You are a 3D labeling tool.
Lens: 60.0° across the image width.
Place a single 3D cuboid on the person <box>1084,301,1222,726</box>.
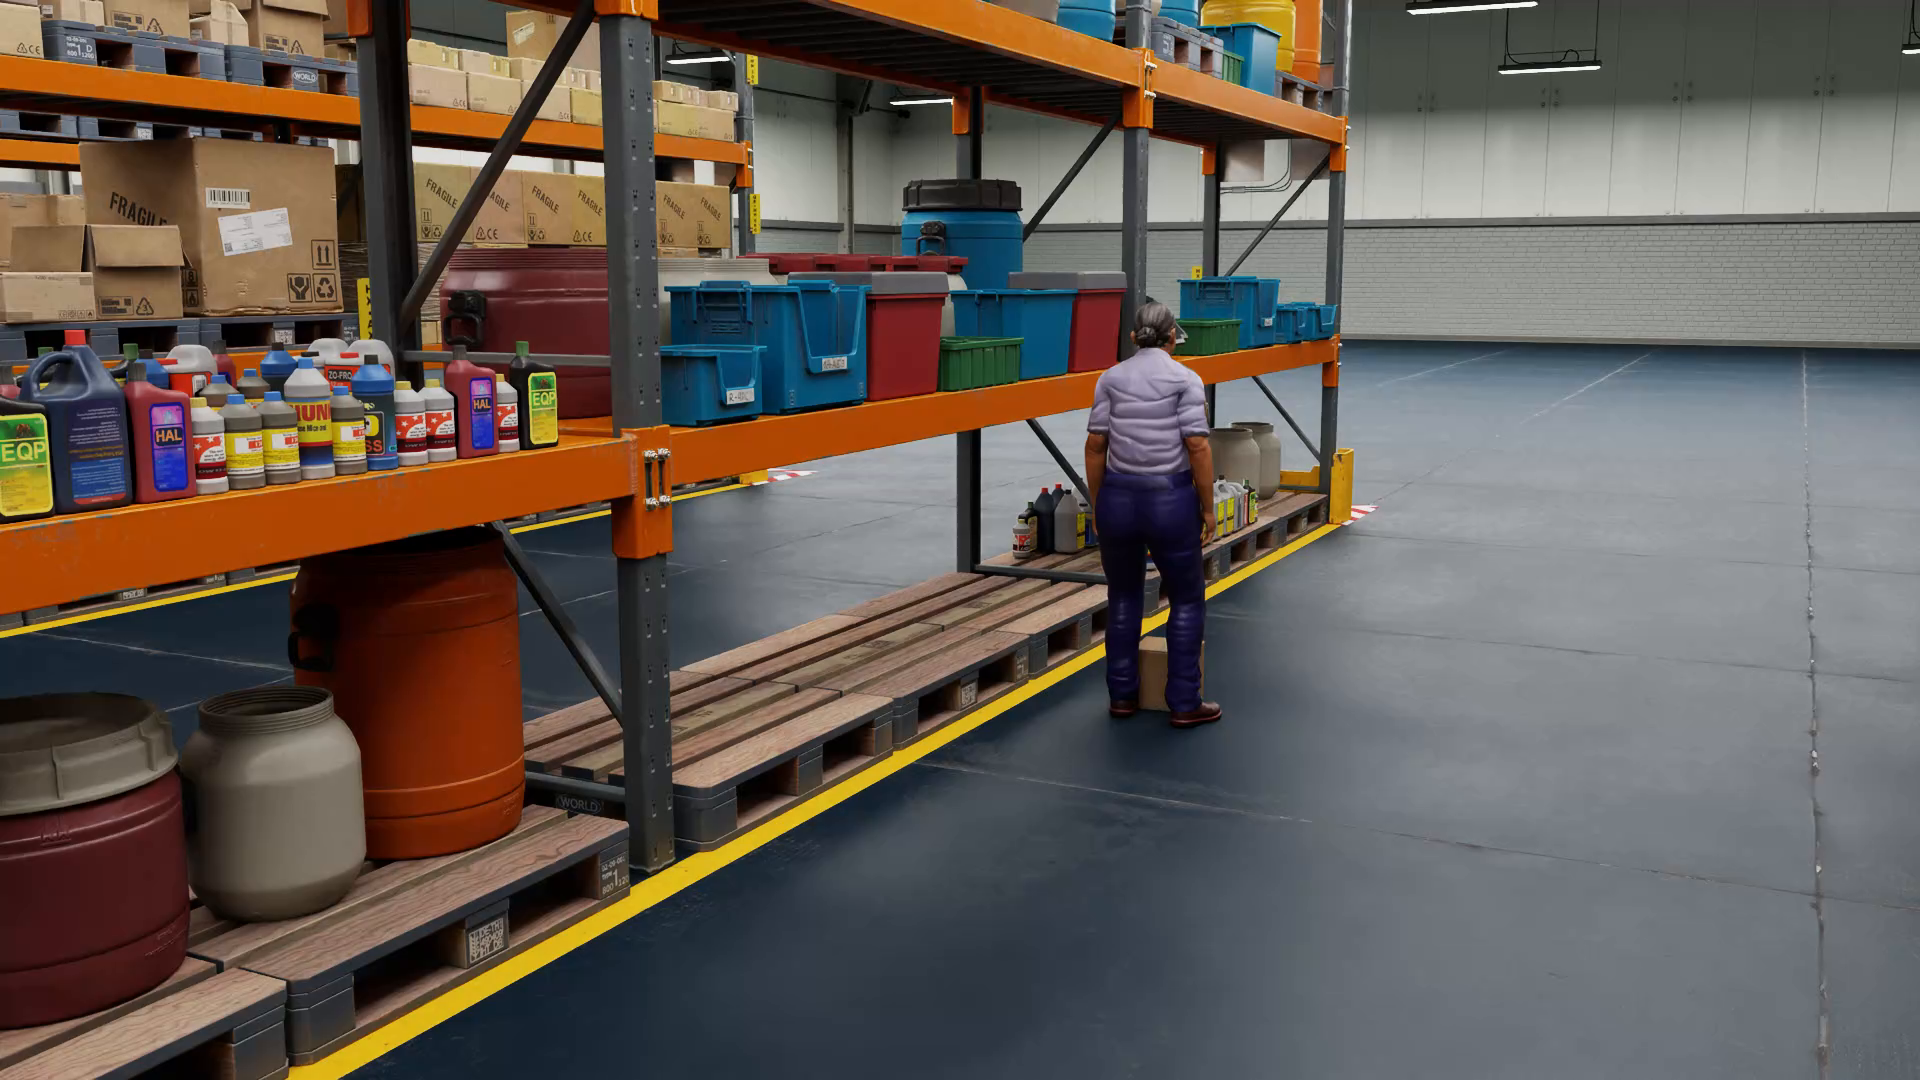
[{"bbox_3d":[0.762,-0.104,6.551,0.537,1.647,0.419,4,10,26],"label":"person"}]
